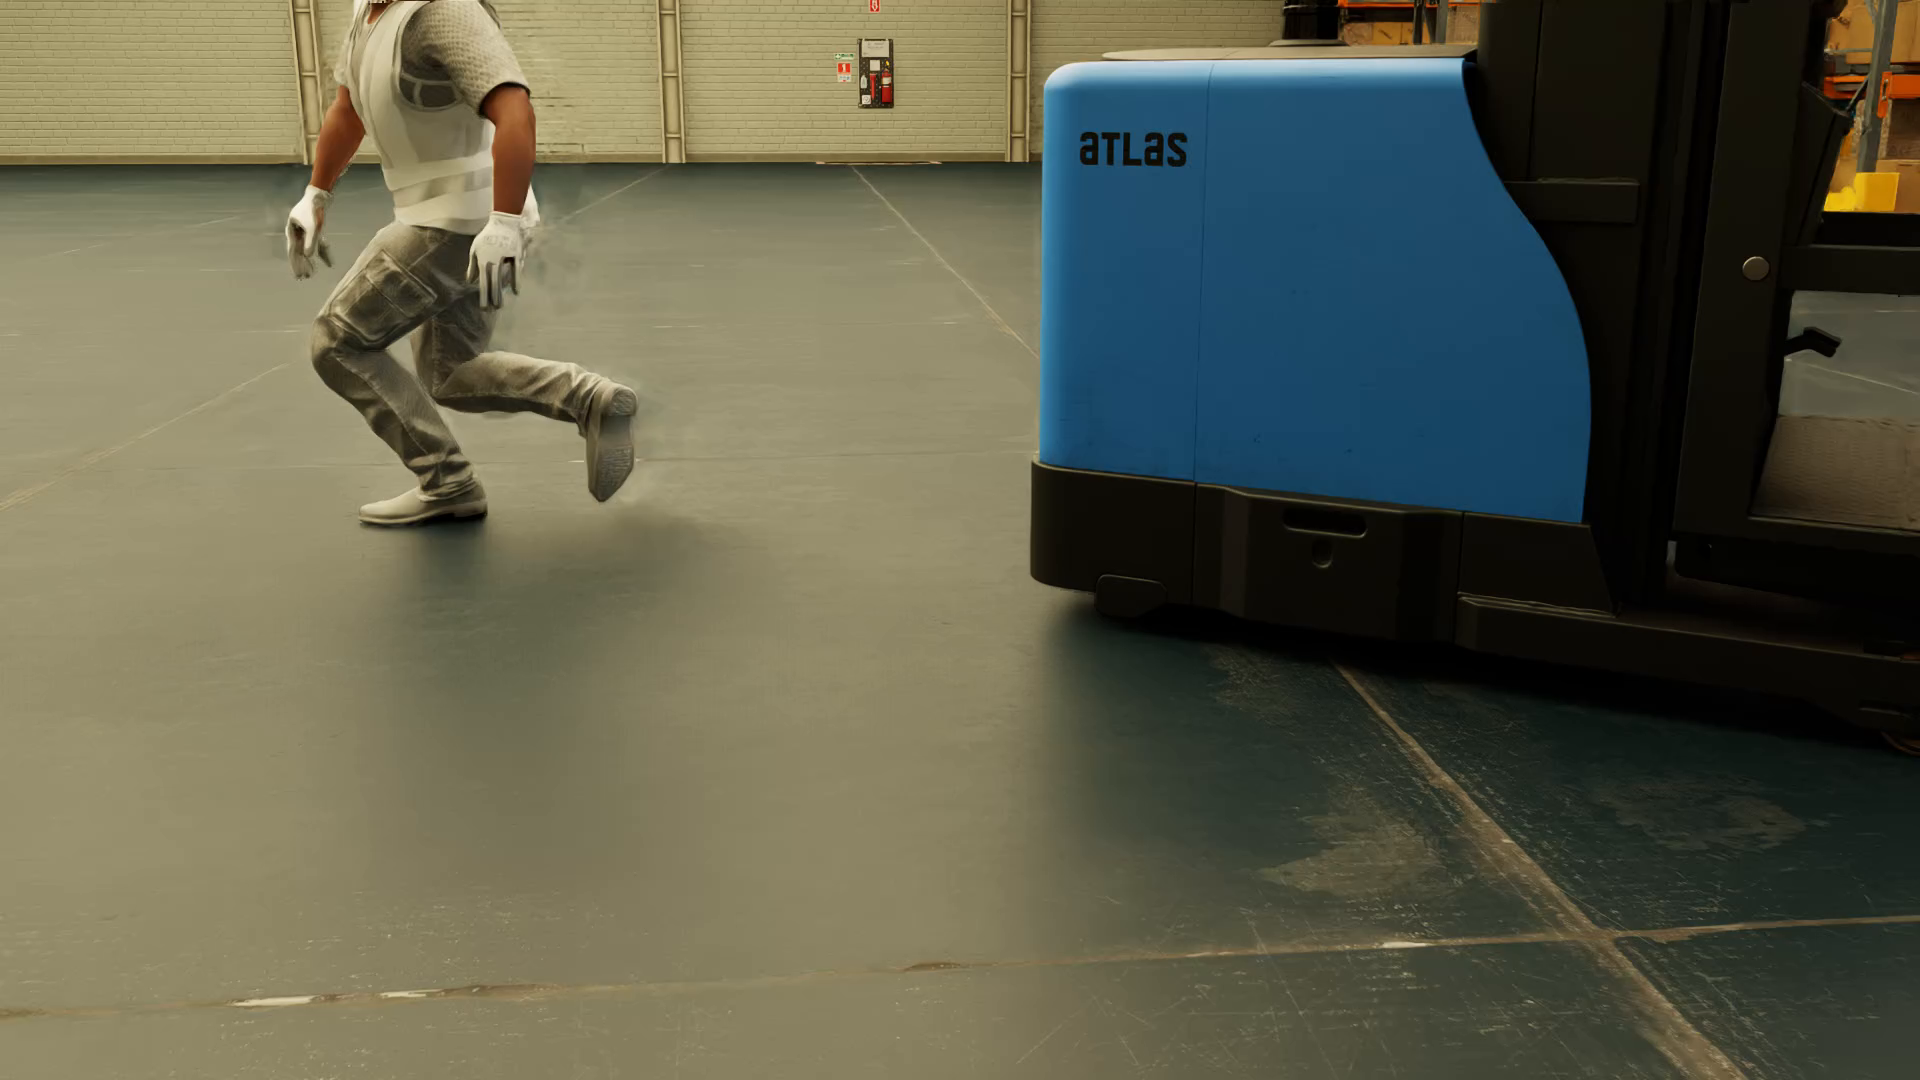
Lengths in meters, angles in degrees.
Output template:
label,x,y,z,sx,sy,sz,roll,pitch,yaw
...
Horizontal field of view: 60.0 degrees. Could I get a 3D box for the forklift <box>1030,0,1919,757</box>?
label,x,y,z,sx,sy,sz,roll,pitch,yaw
forklift,1.690,-1.205,2.752,3.031,2.935,1.130,8,17,27

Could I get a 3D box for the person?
label,x,y,z,sx,sy,sz,roll,pitch,yaw
person,-1.209,-0.790,3.944,0.827,1.550,0.679,-3,15,-10
